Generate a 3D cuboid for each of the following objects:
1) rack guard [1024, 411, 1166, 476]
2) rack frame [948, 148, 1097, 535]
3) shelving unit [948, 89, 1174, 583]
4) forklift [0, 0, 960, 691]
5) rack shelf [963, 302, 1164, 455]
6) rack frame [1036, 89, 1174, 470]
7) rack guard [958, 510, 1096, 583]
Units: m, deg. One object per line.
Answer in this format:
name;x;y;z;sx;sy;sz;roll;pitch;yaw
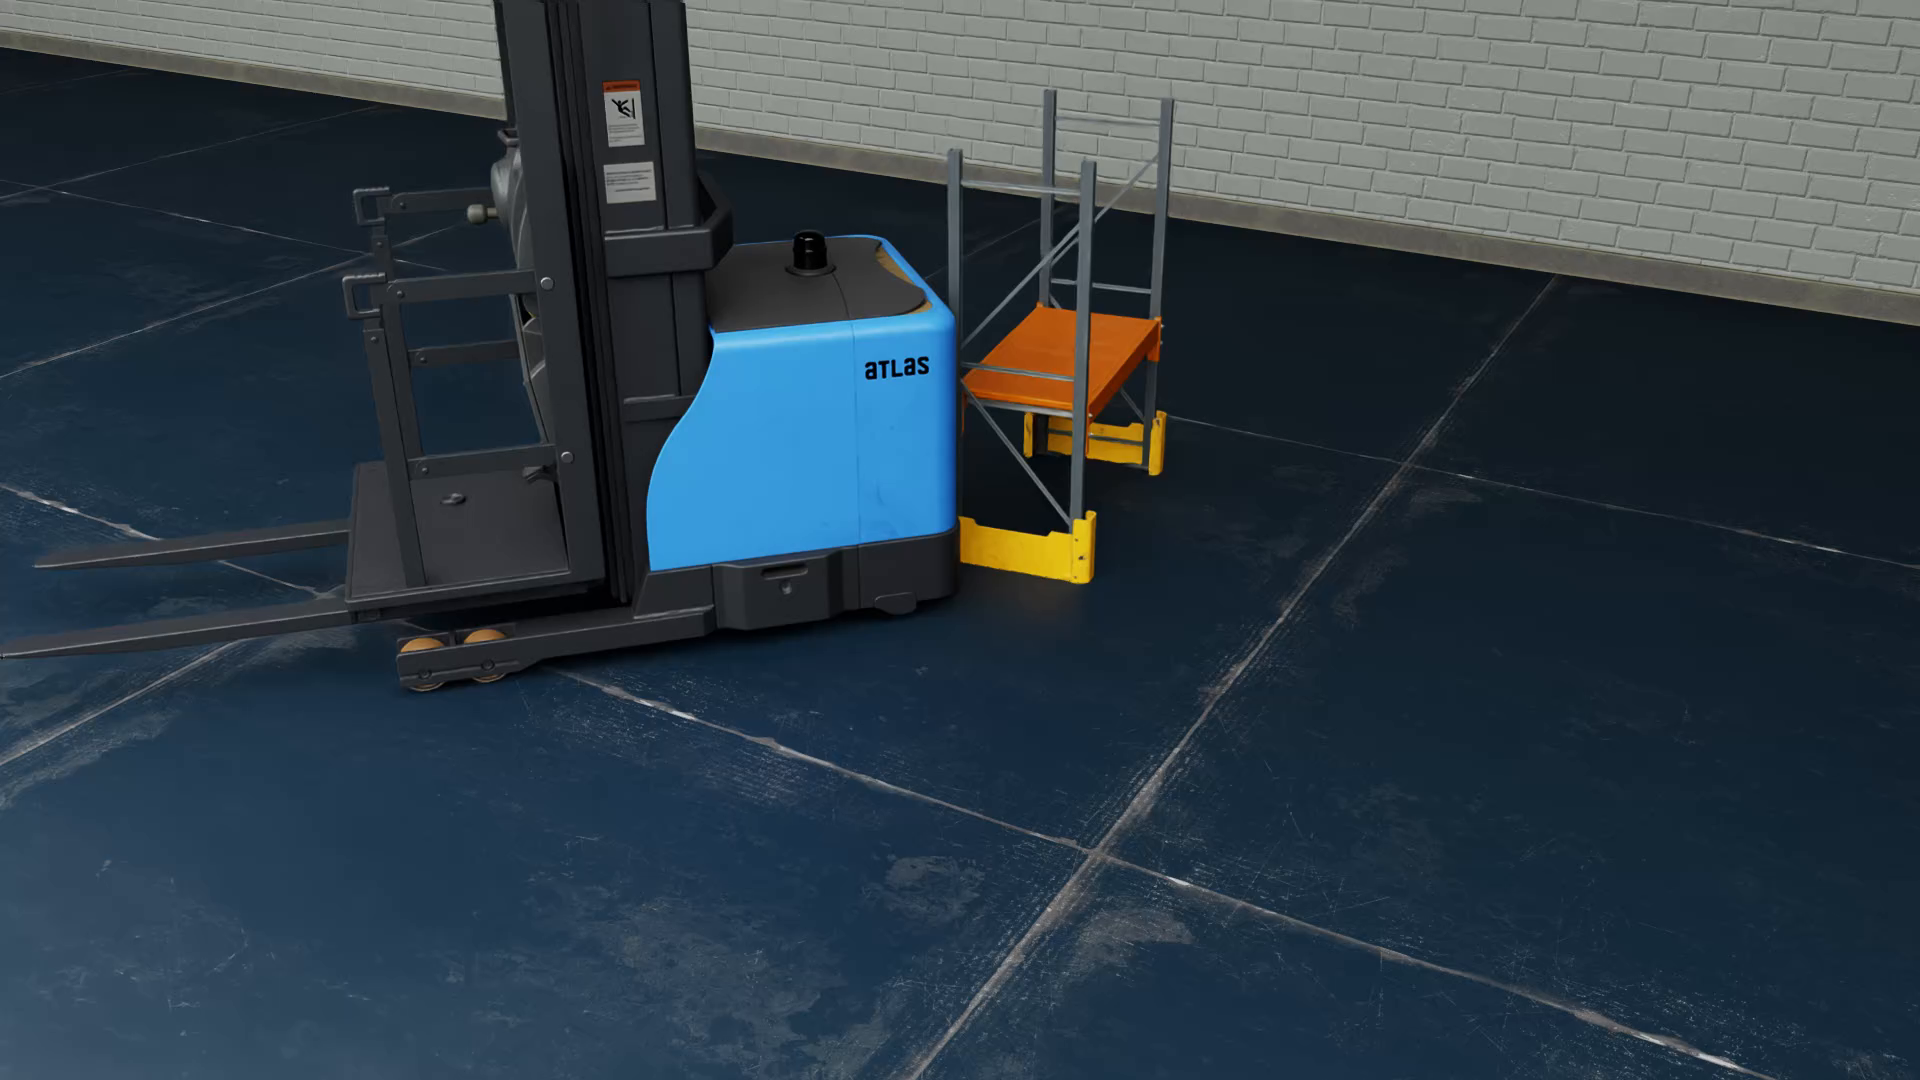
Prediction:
rack guard;0.550;-0.434;6.838;0.587;0.250;0.087;10;28;18
rack frame;0.198;-0.576;5.724;0.500;1.500;0.032;10;28;18
shelving unit;0.374;-0.785;6.142;0.587;1.500;1.083;10;28;18
forklift;-1.574;-1.094;5.160;3.031;2.935;1.130;-8;28;-15
rack shelf;0.377;-0.628;6.230;0.538;0.185;1.000;10;28;18
rack frame;0.557;-1.001;6.575;0.500;1.500;0.032;10;28;18
rack guard;0.199;-0.017;6.005;0.587;0.250;0.087;10;28;18
